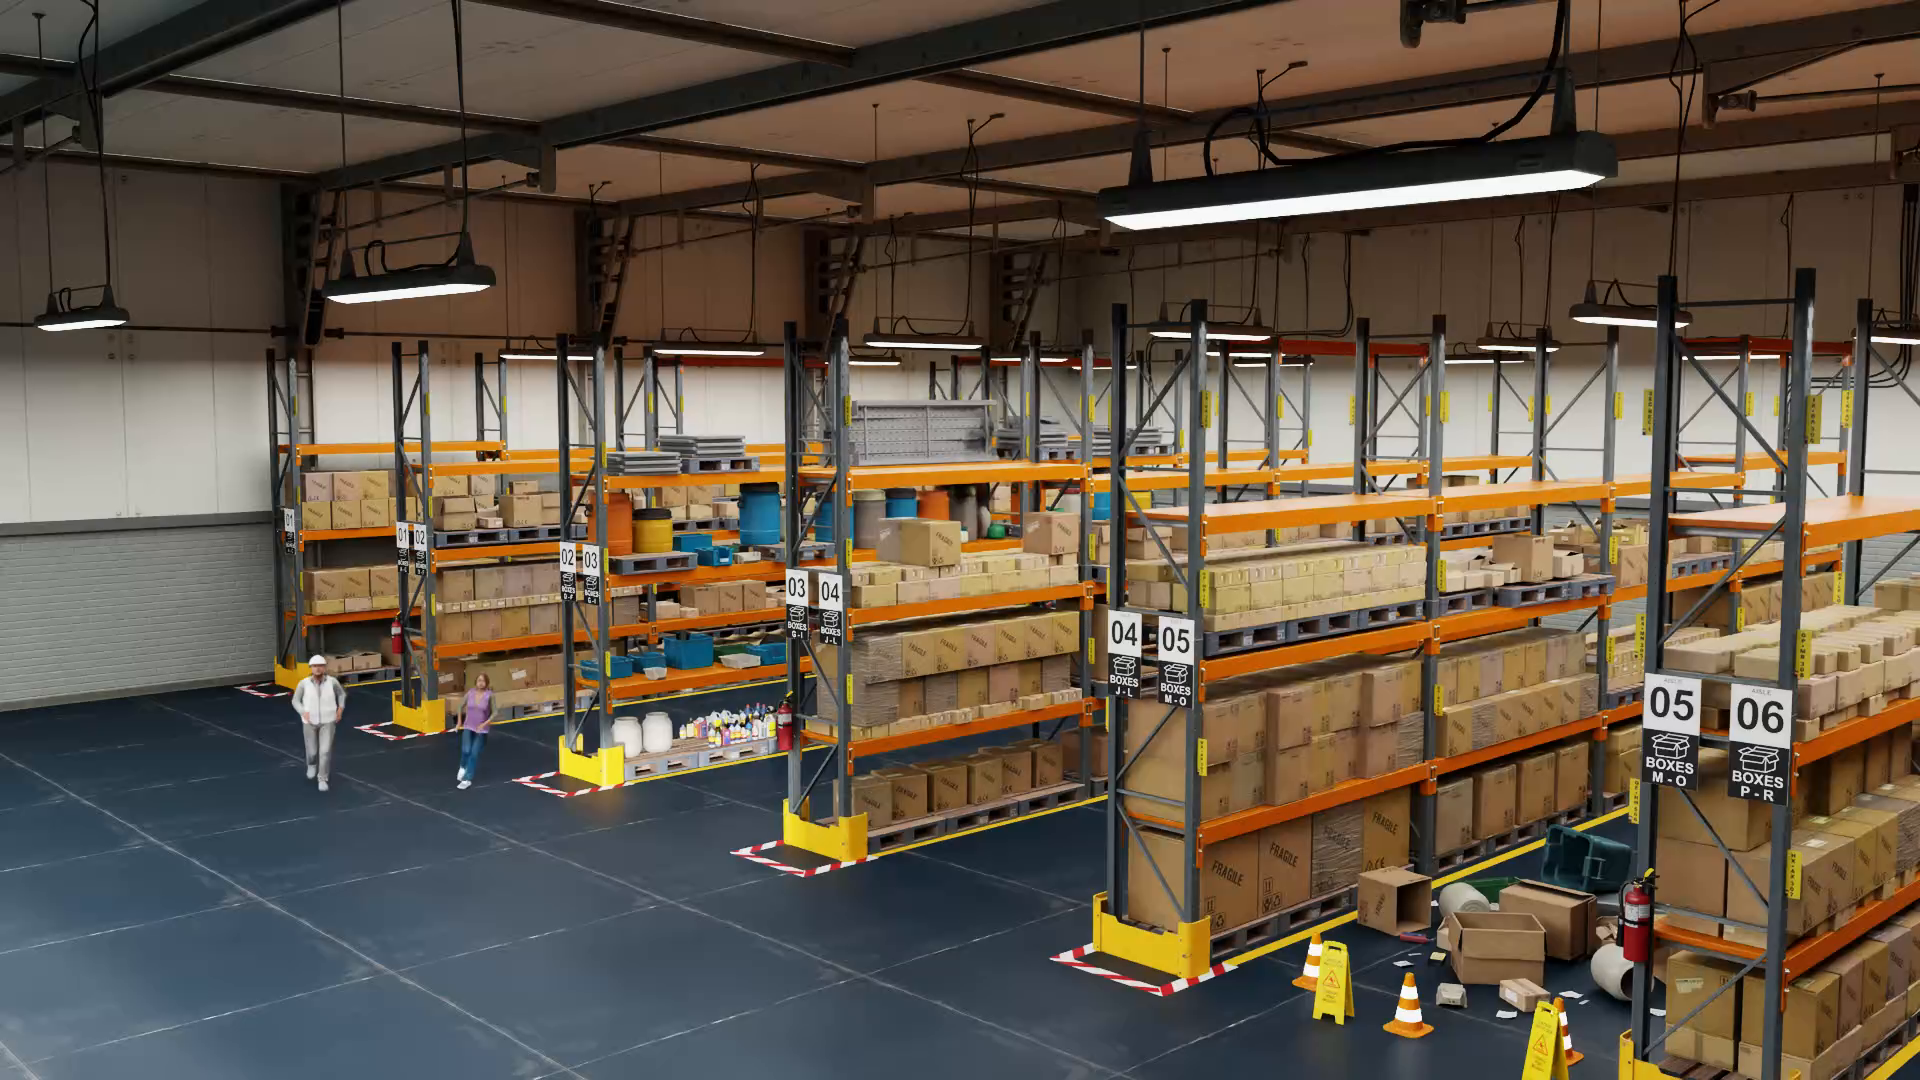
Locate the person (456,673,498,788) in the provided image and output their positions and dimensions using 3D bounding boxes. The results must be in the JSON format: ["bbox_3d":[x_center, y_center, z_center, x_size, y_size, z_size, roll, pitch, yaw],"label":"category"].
[{"bbox_3d":[-6.354,2.511,21.842,0.560,1.526,0.507,-1,5,-8],"label":"person"}]

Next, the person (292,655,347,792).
[{"bbox_3d":[-8.467,2.394,22.009,0.684,1.765,0.732,-2,5,-23],"label":"person"}]
